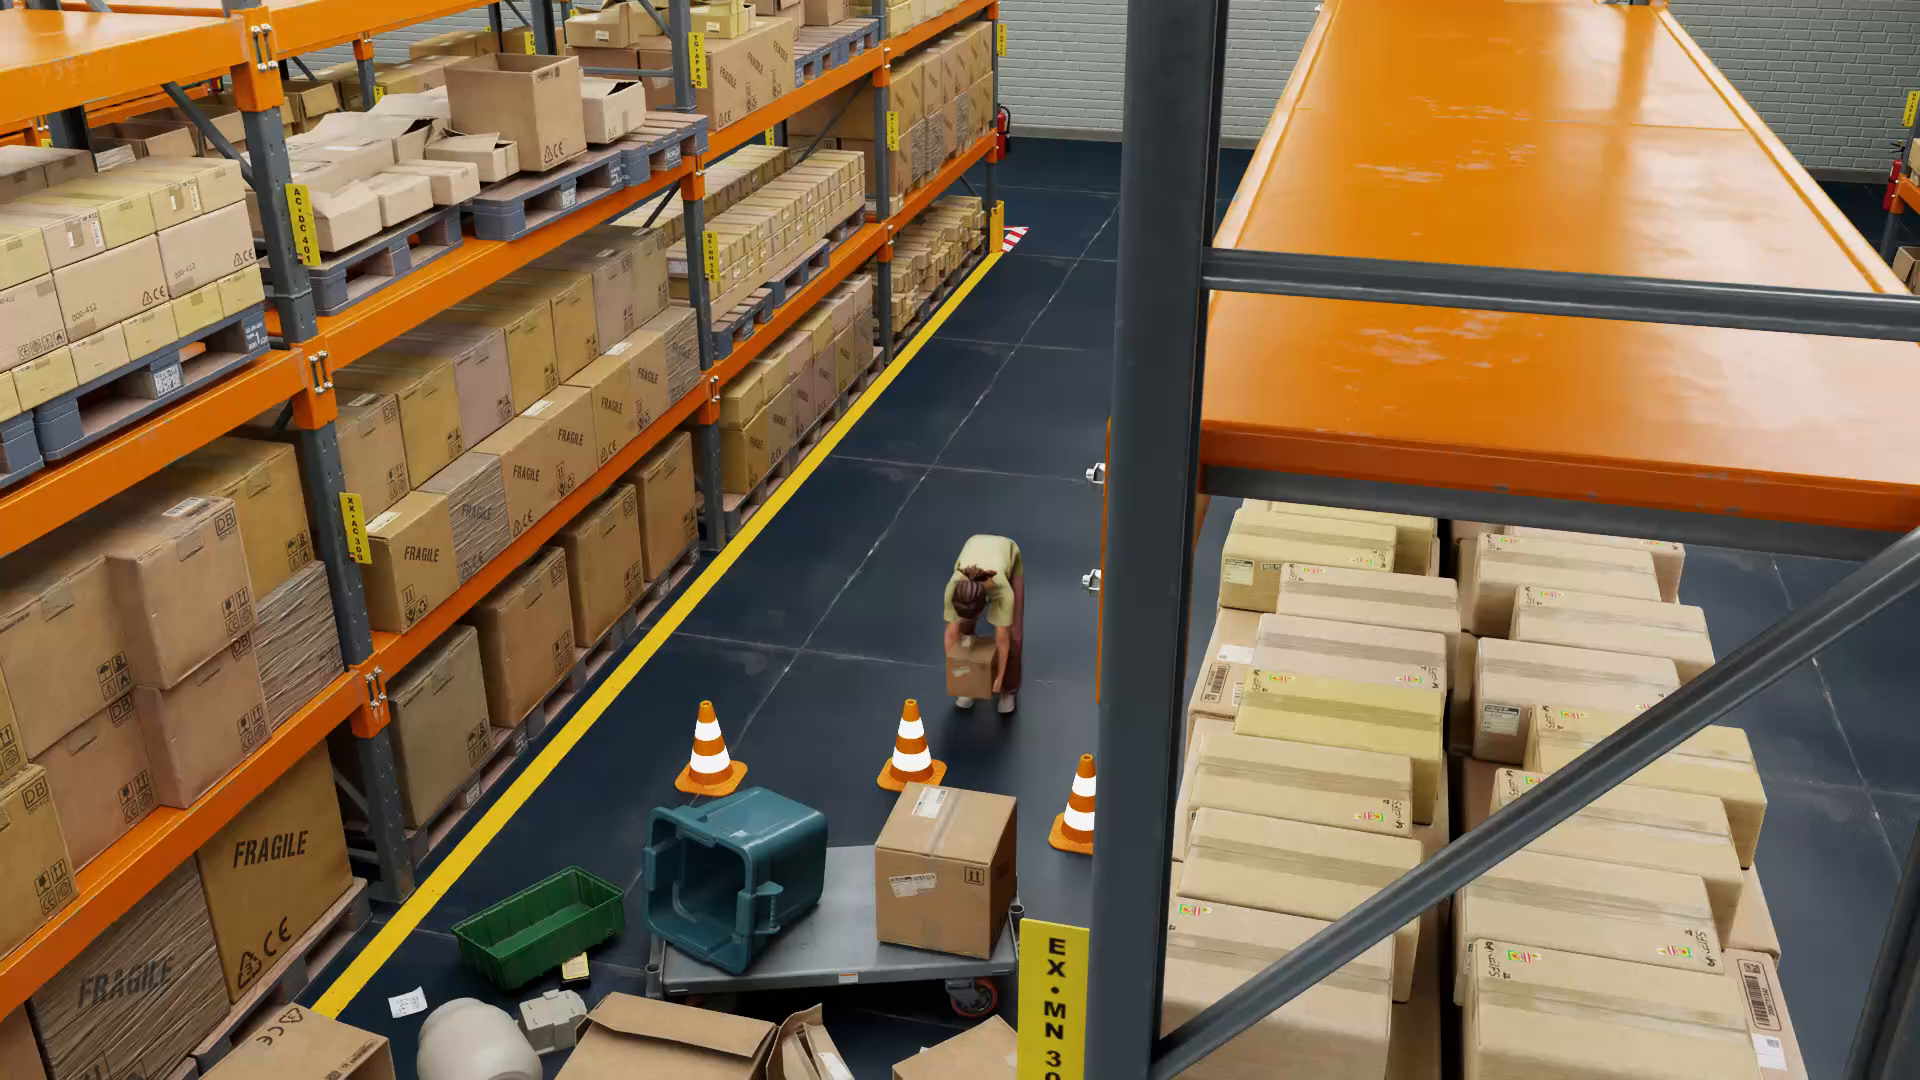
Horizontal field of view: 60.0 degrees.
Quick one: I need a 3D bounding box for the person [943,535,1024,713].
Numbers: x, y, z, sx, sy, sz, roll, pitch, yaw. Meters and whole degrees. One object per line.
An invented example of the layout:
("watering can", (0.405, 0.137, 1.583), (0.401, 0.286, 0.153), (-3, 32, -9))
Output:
("person", (0.117, 0.534, 9.267), (0.429, 1.084, 0.870), (5, 26, 11))
